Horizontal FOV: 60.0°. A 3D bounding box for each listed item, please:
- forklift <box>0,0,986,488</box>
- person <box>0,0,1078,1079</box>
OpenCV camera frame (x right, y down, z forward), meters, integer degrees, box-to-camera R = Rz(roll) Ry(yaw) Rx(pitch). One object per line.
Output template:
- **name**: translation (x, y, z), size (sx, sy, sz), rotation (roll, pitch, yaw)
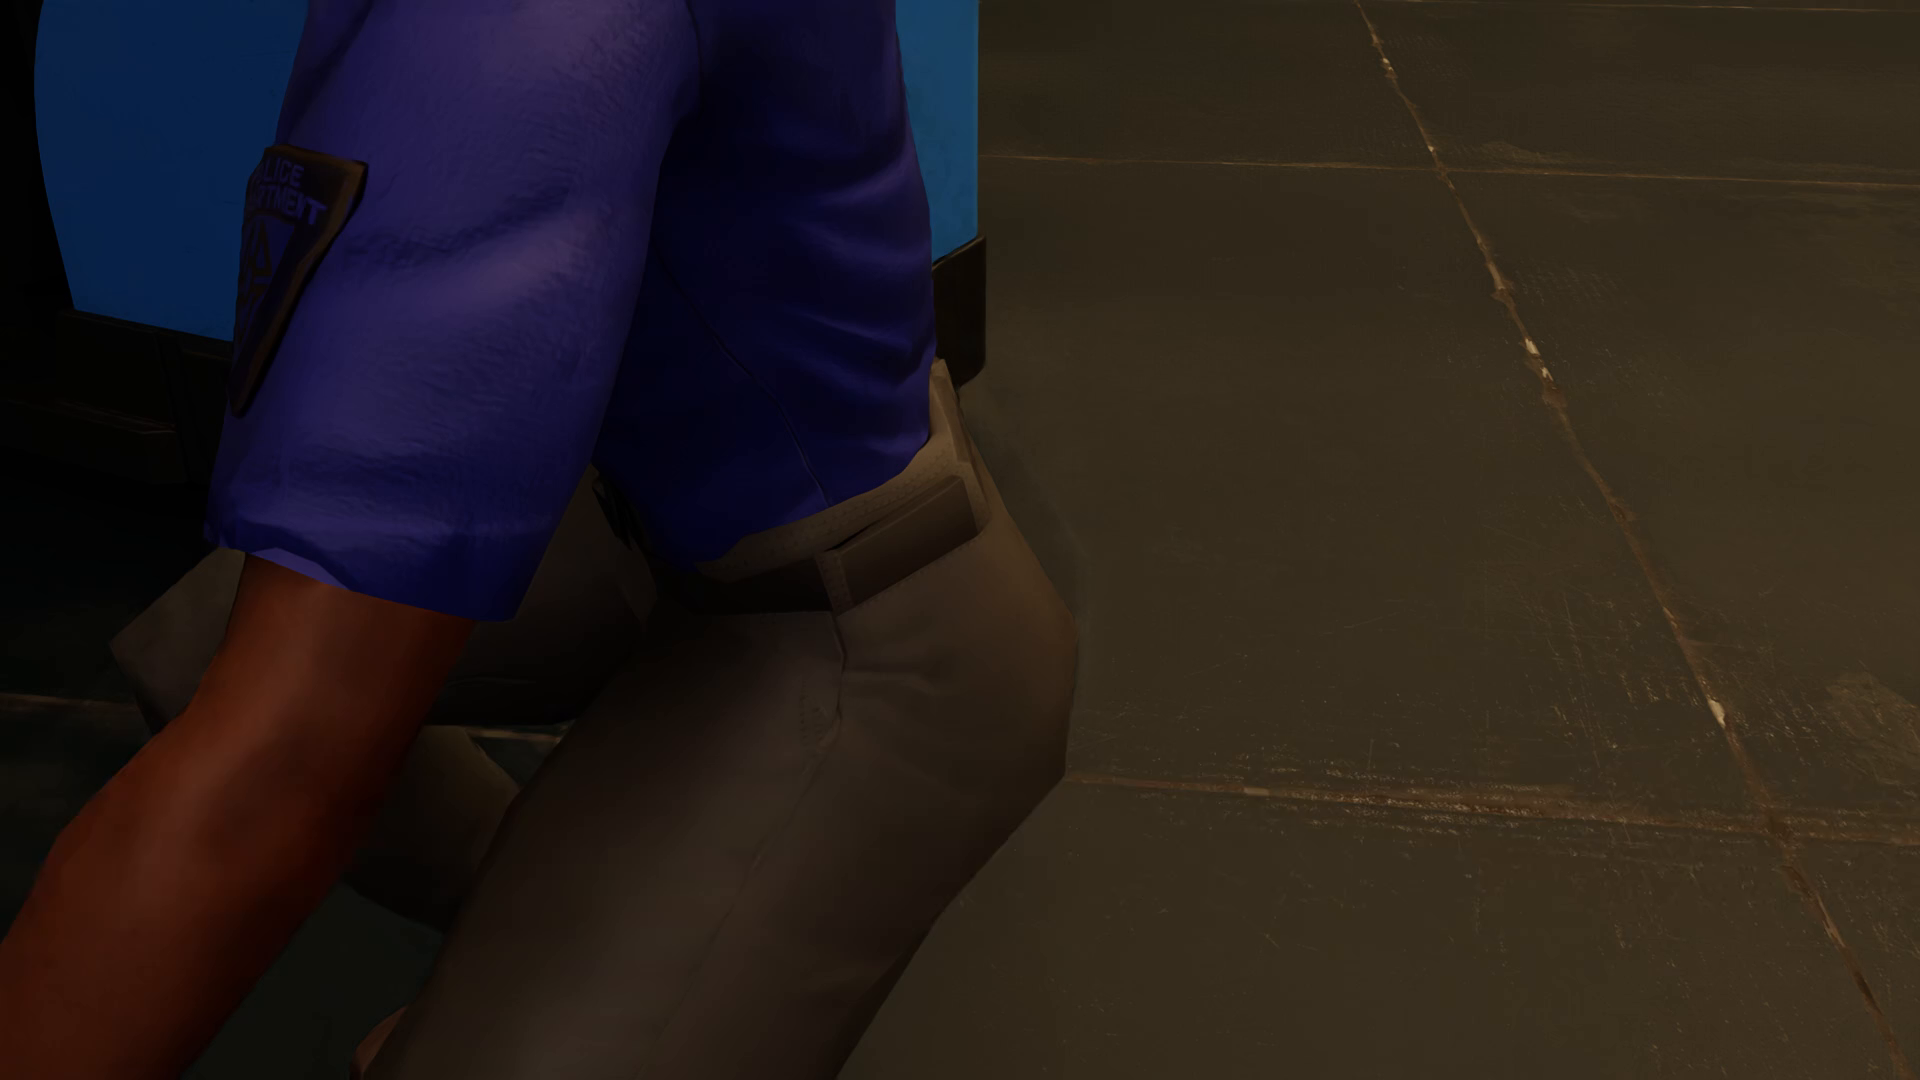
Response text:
- **forklift**: translation (-1.509, -1.672, 2.568), size (3.031, 2.935, 1.130), rotation (12, 29, 23)
- **person**: translation (-0.241, 0.069, 0.856), size (0.652, 1.446, 0.844), rotation (-7, 27, -13)
